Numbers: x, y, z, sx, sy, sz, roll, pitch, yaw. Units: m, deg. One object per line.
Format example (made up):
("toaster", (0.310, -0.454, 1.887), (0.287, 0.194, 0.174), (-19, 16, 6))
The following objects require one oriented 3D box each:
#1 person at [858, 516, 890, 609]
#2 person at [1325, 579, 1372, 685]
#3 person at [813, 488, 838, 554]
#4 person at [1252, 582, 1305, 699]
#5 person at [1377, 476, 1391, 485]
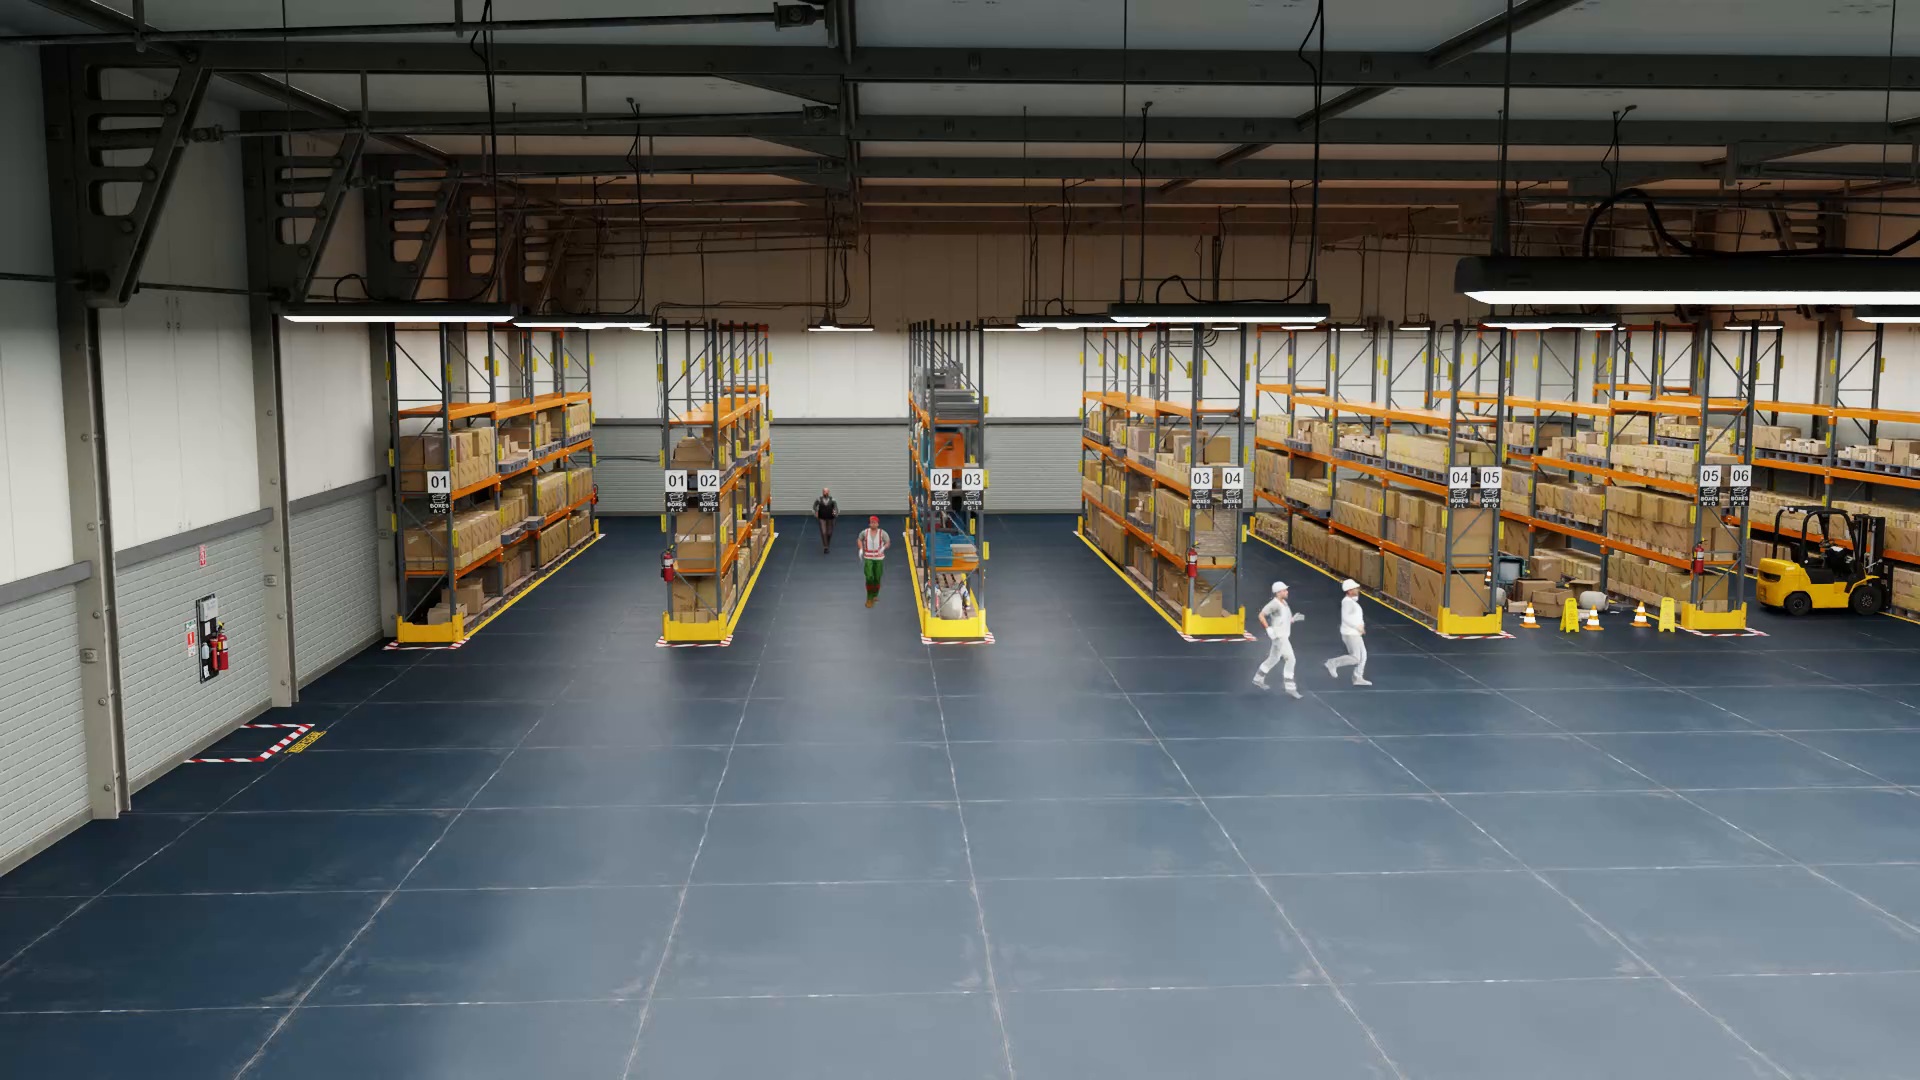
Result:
("person", (-1.724, 0.440, 33.524), (0.642, 1.869, 0.724), (-1, 7, -5))
("person", (6.366, 1.509, 27.168), (0.762, 1.738, 0.675), (2, 7, 18))
("person", (-3.534, -0.527, 43.860), (0.662, 1.721, 0.875), (-1, 7, -10))
("person", (5.048, 1.573, 26.363), (0.836, 1.838, 0.652), (3, 8, 20))
("person", (12.541, -1.222, 49.512), (0.793, 1.714, 0.584), (0, 7, 0))
